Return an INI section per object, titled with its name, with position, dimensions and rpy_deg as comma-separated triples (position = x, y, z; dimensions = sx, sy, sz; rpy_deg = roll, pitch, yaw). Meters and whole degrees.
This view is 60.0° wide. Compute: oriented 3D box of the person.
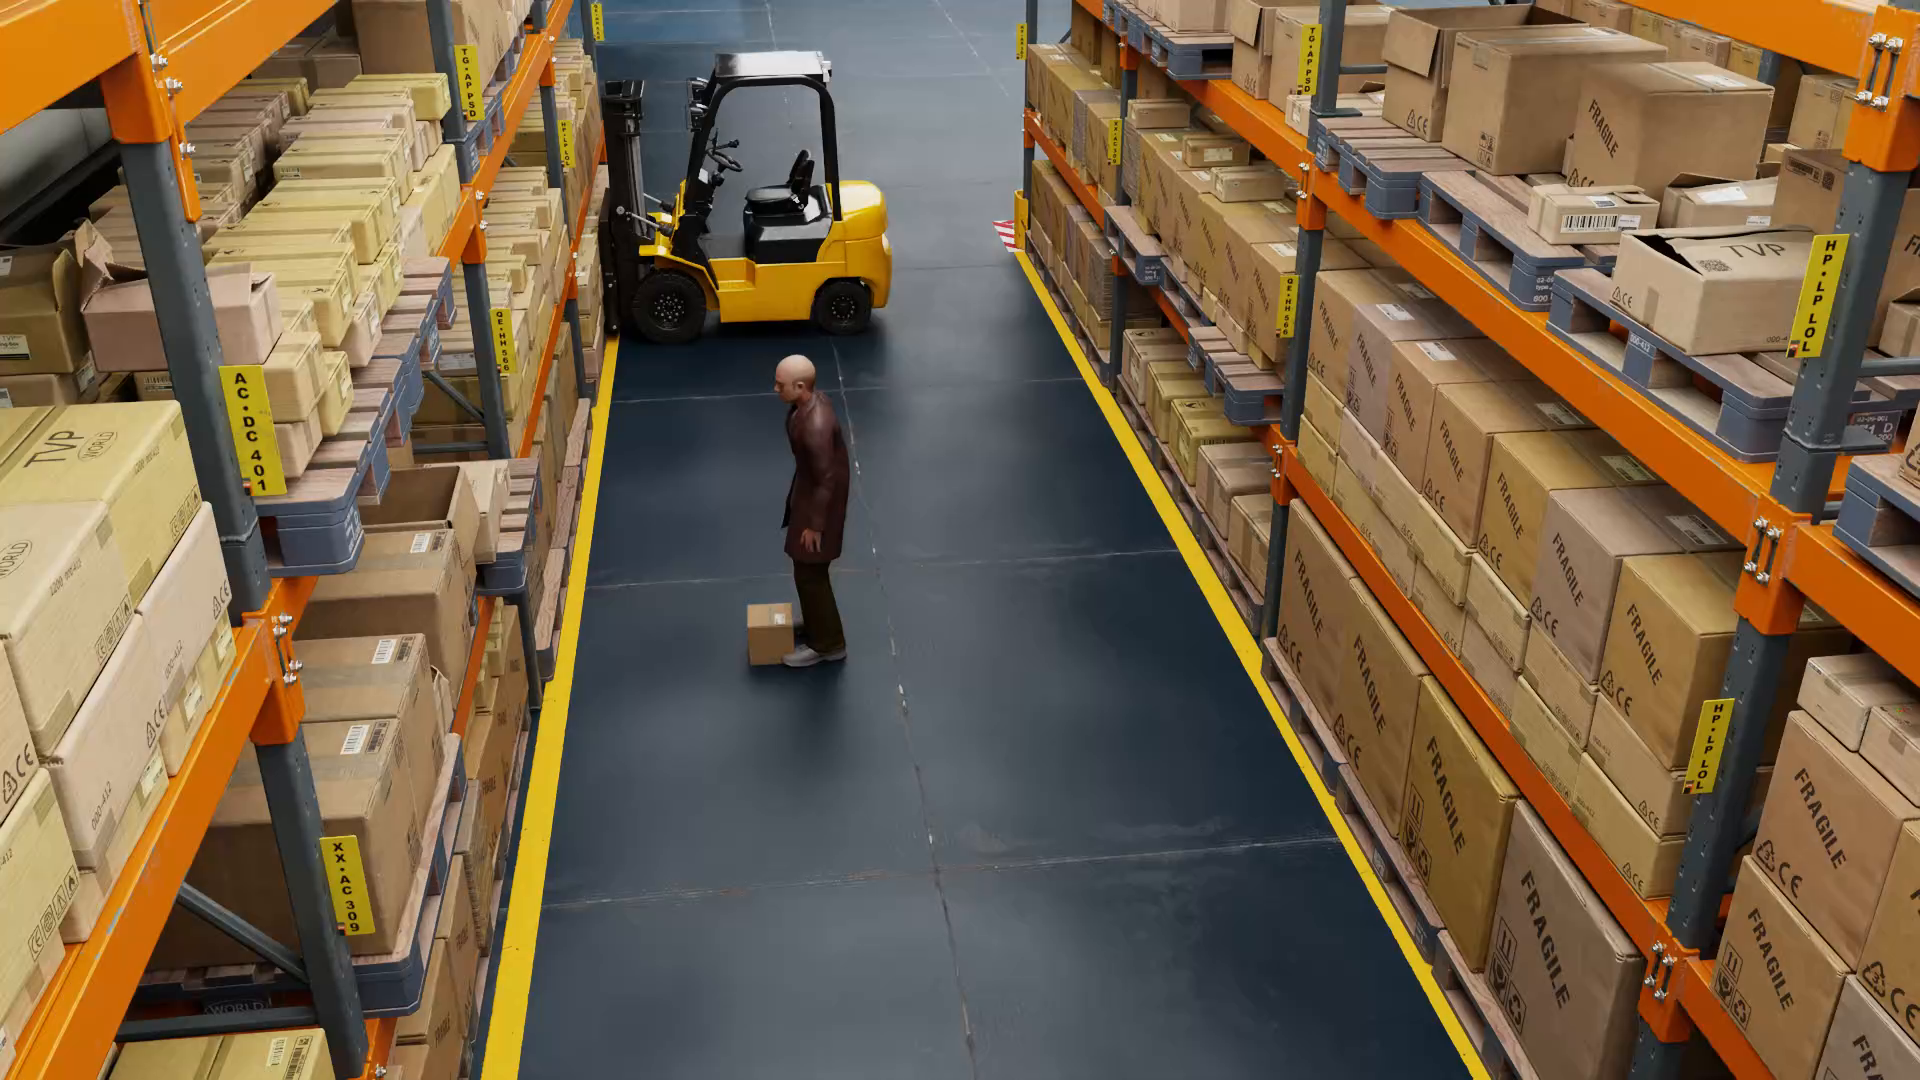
[person]
position = -0.806, -0.170, 8.971
dimensions = 0.429, 1.772, 0.647
rpy_deg = -5, 27, -10
